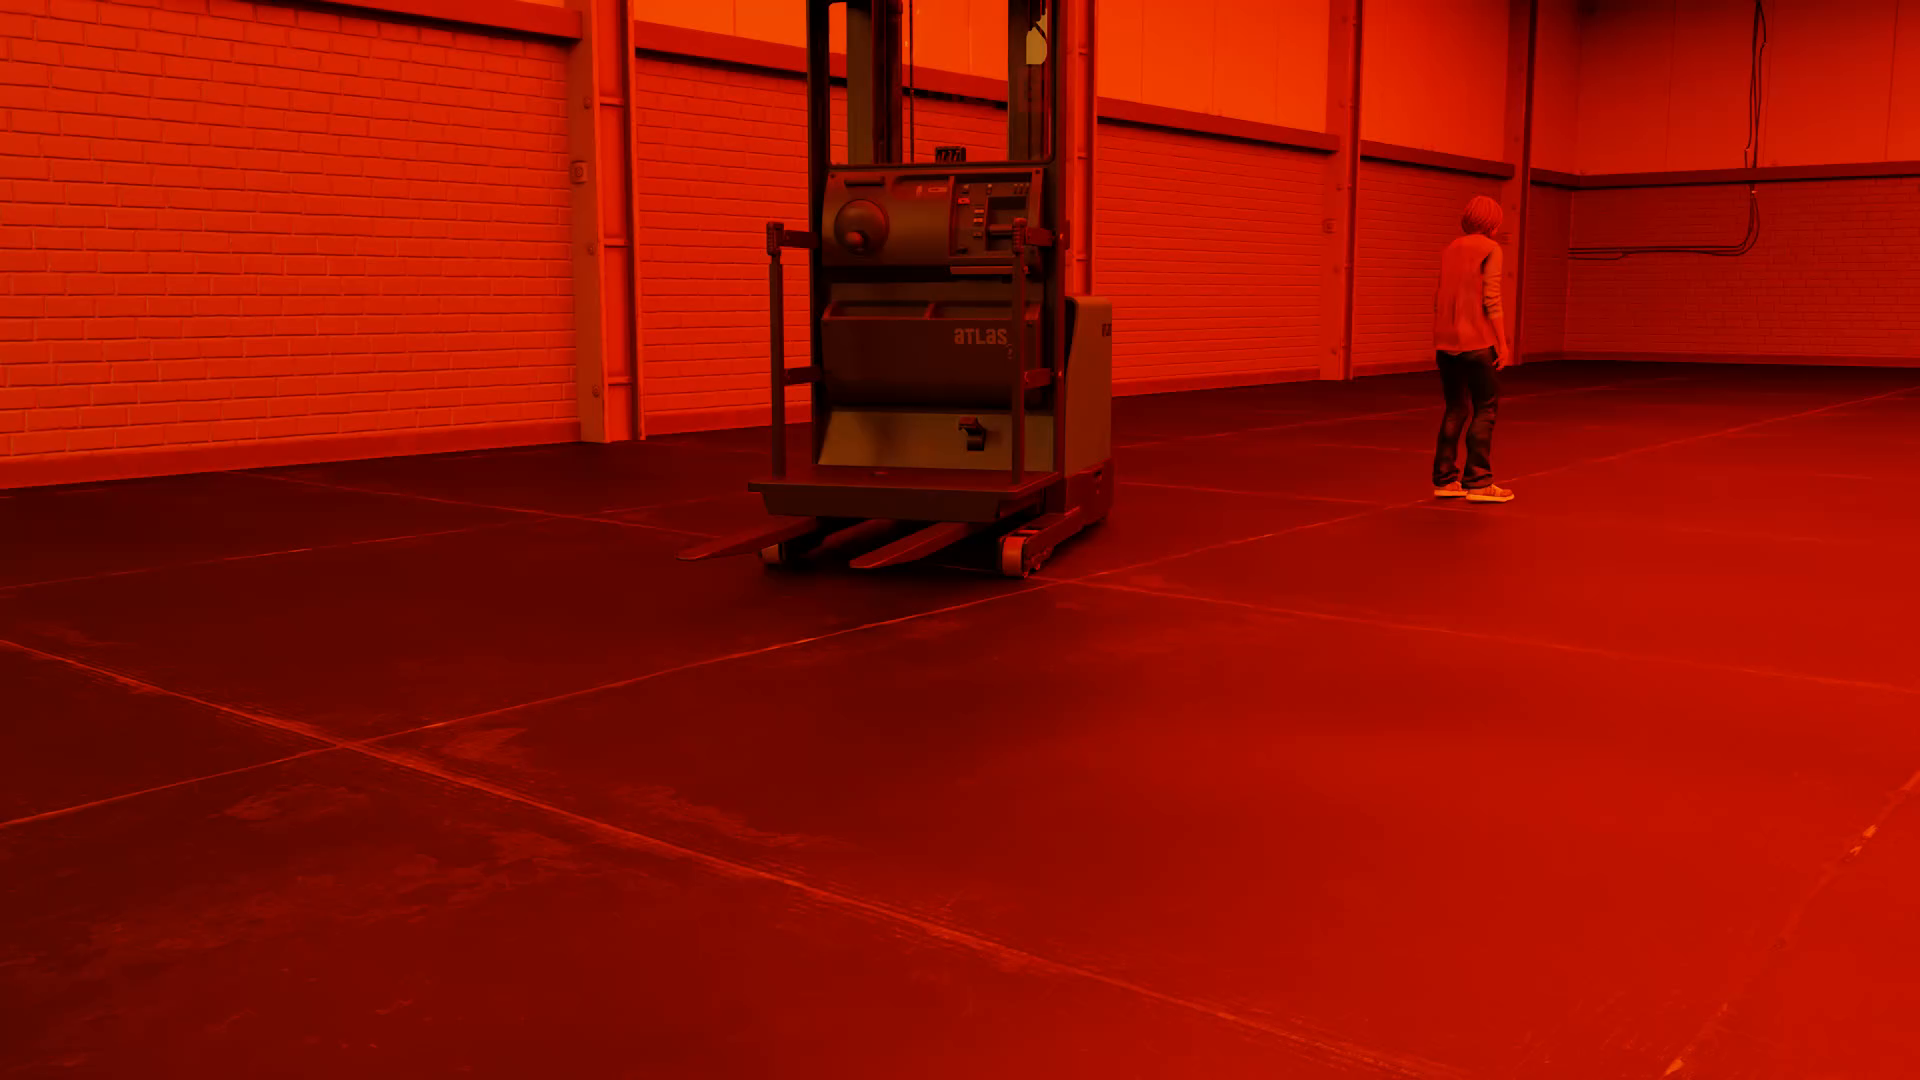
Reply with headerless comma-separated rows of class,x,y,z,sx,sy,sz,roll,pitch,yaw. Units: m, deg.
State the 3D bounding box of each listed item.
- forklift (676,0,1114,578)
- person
forklift,-0.176,-1.366,6.616,1.130,2.935,3.031,3,9,17
person,2.695,-1.008,8.796,0.345,1.593,0.464,-4,9,-28
